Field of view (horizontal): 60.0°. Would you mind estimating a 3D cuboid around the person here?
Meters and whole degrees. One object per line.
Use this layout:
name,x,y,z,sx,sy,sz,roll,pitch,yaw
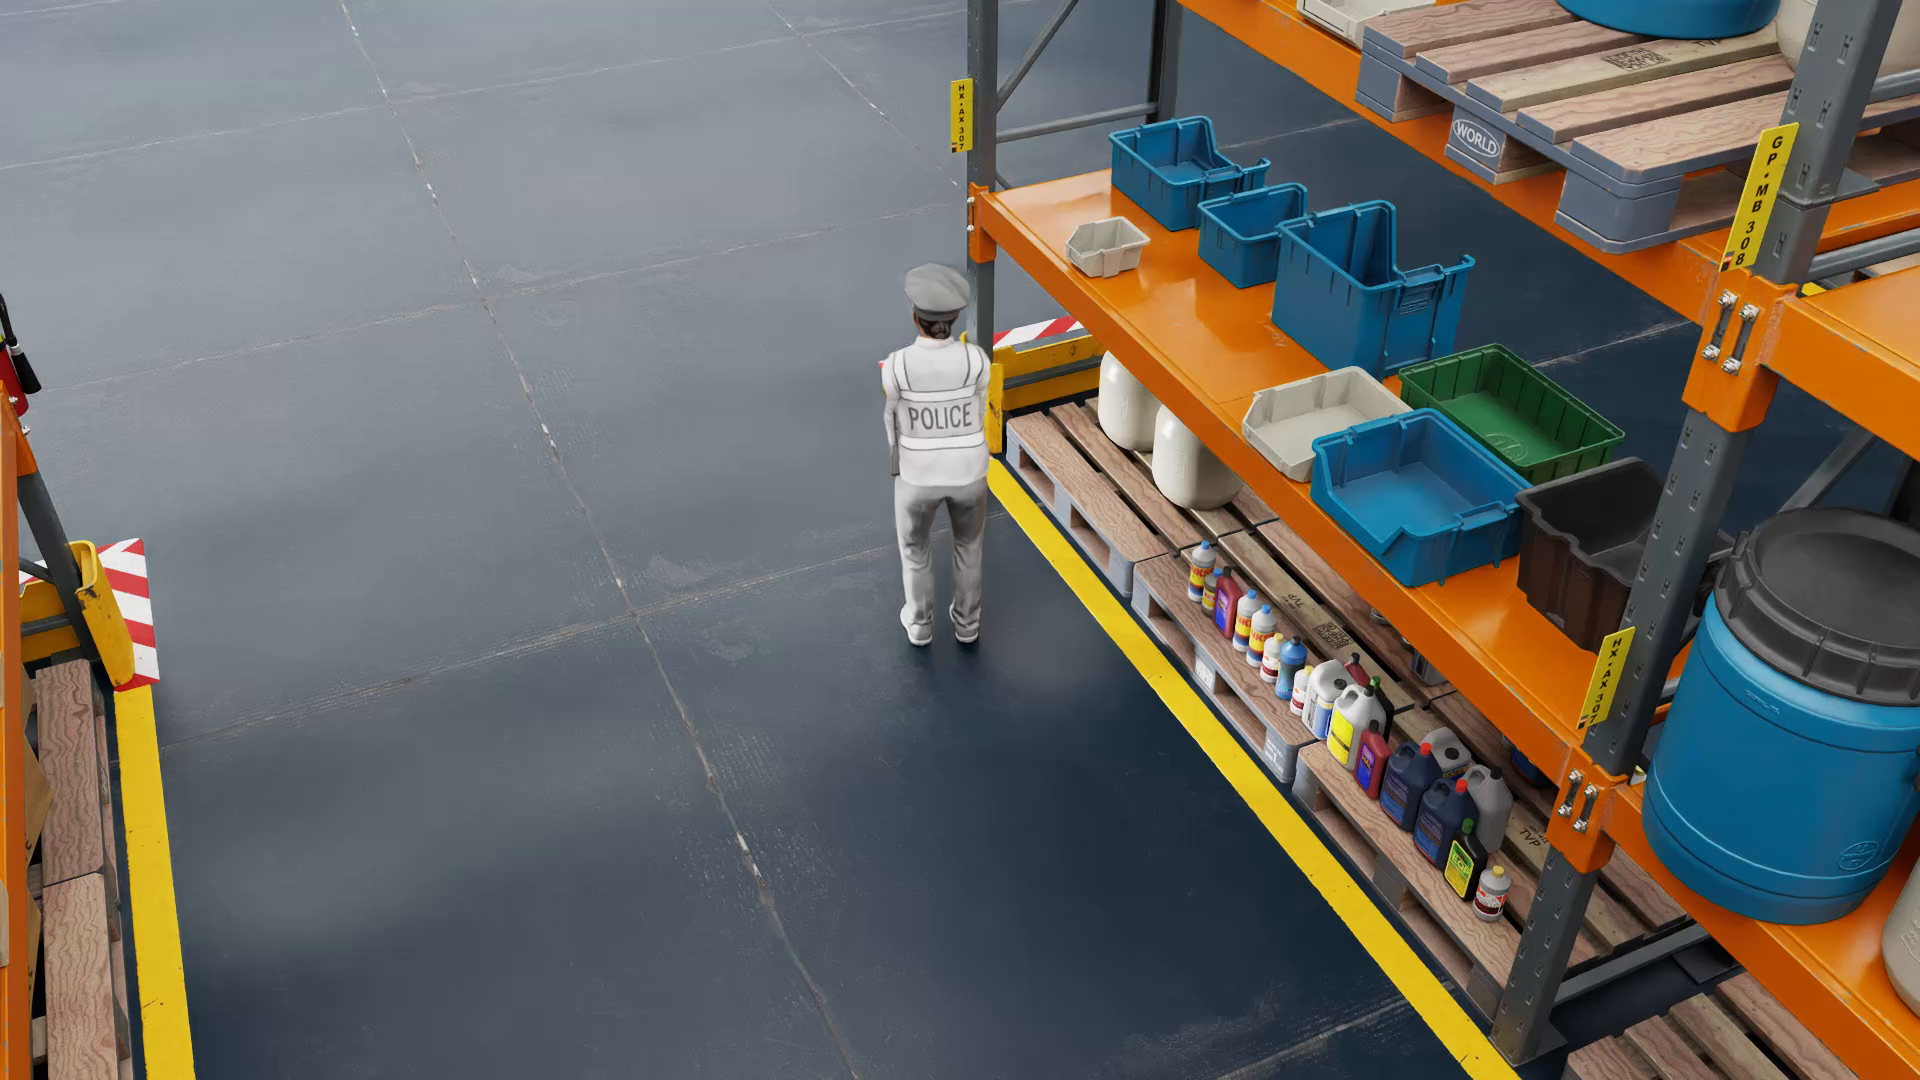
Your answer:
person,-0.094,-0.305,6.553,0.414,1.667,0.534,-4,38,-6
